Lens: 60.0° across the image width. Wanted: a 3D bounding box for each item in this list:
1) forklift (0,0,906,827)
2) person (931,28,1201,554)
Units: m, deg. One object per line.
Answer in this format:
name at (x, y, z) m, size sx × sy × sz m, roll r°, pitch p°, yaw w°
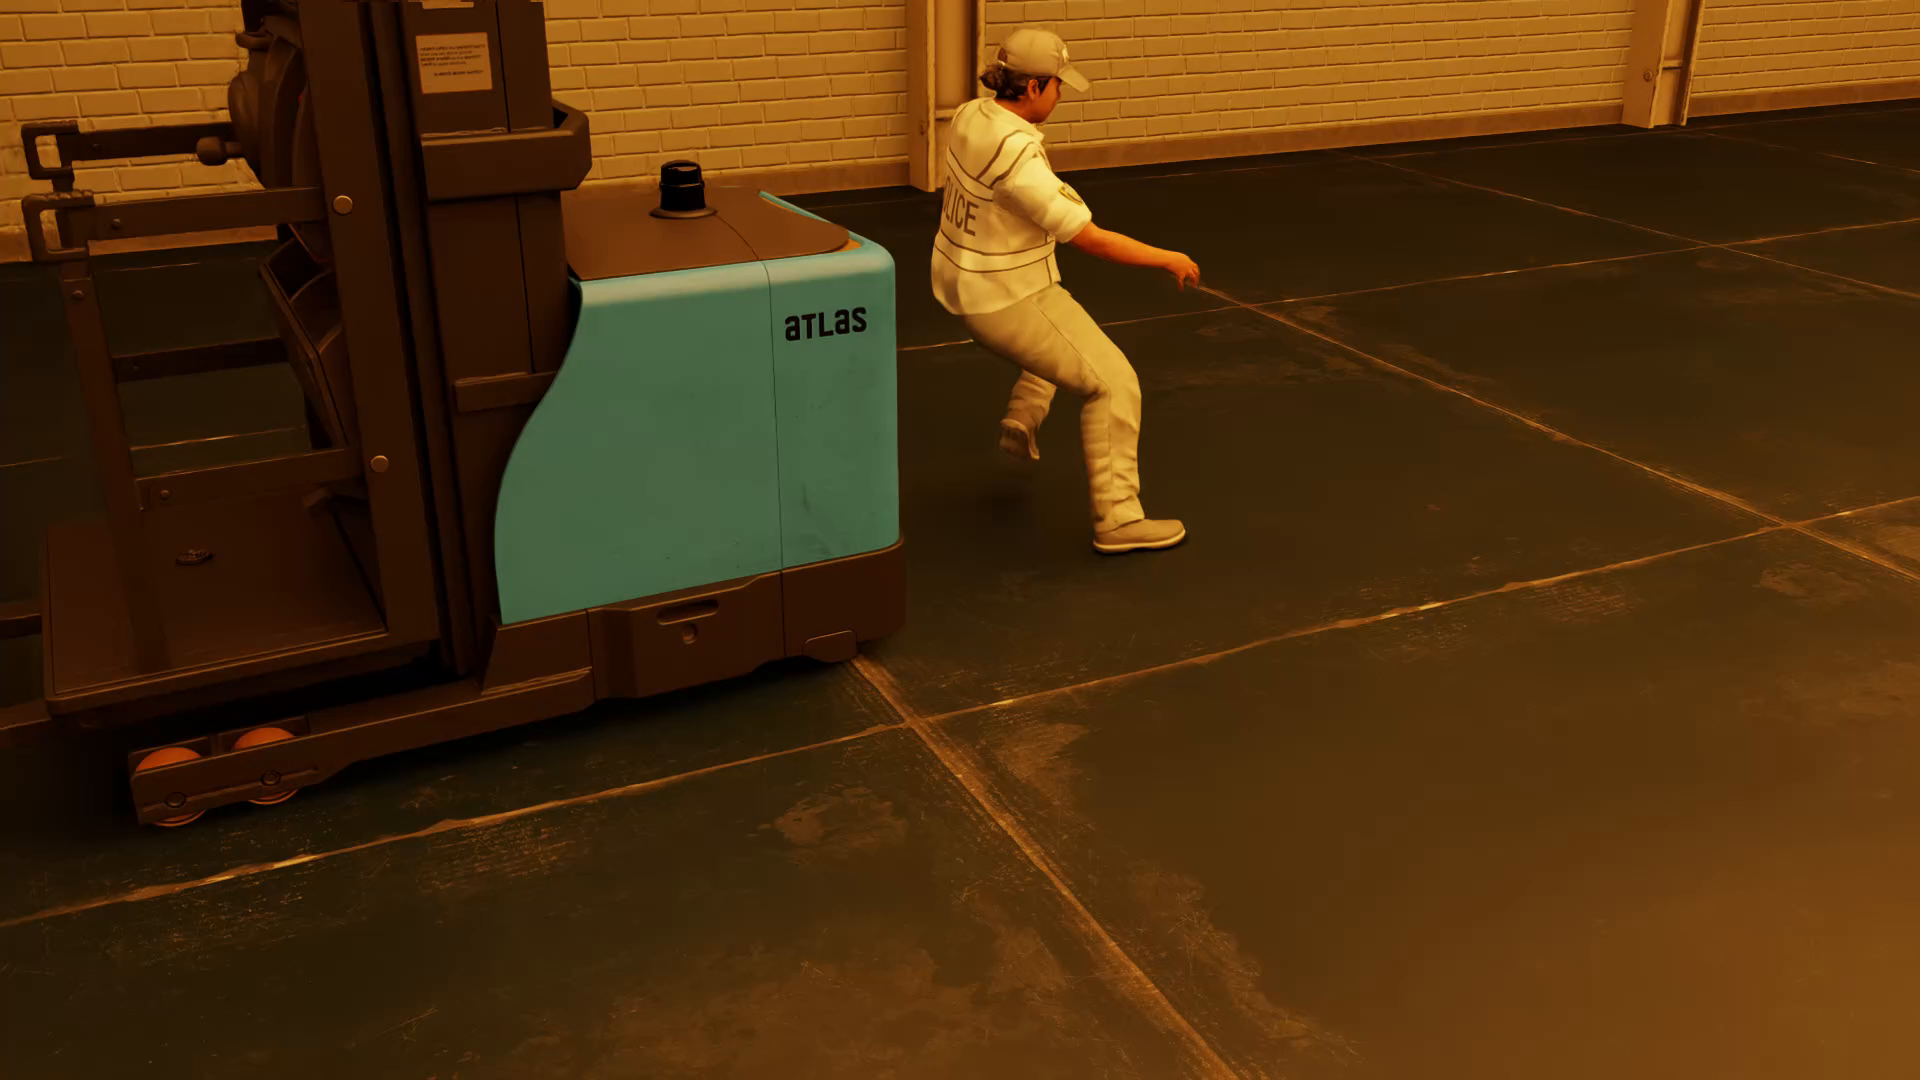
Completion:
forklift at (-1.691, -0.963, 3.604) m, size 3.031 × 2.935 × 1.130 m, roll -11°, pitch 25°, yaw -25°
person at (0.316, -0.781, 5.031) m, size 0.710 × 1.492 × 0.799 m, roll -8°, pitch 24°, yaw -18°
